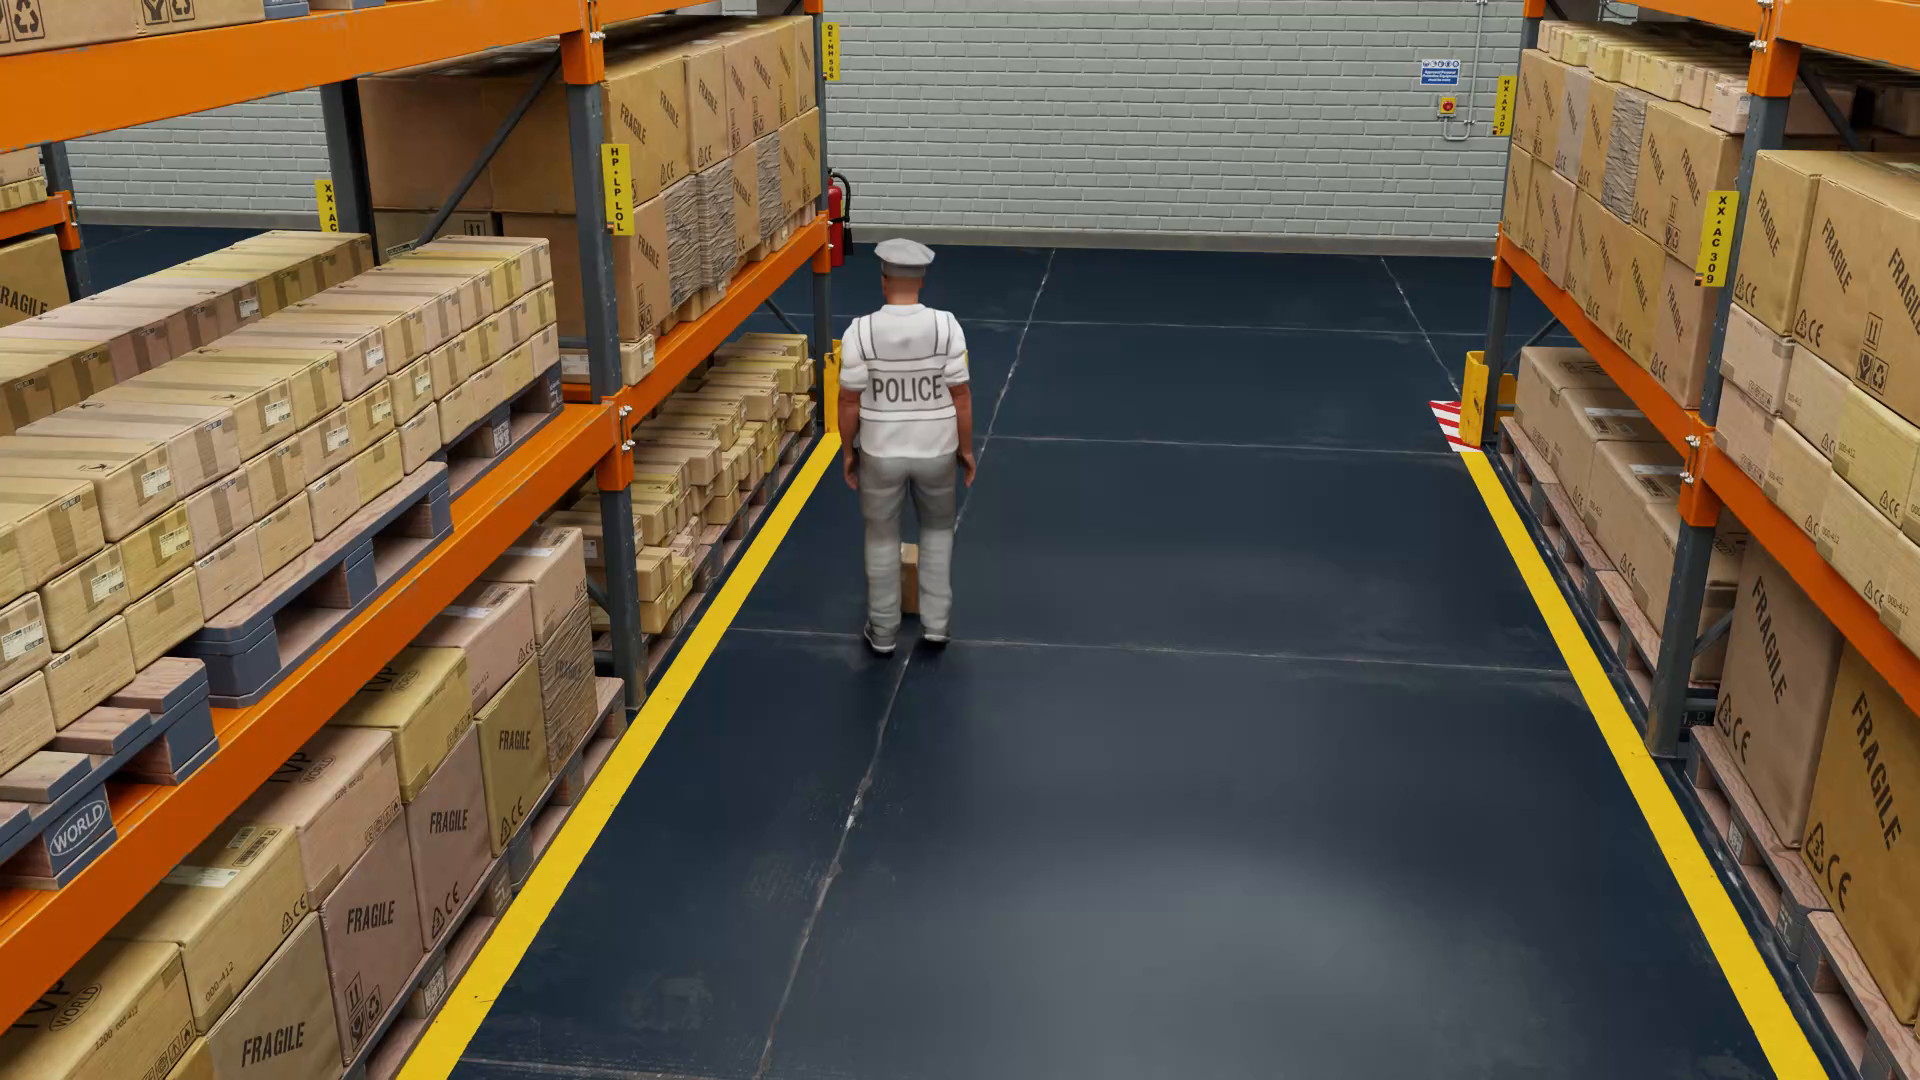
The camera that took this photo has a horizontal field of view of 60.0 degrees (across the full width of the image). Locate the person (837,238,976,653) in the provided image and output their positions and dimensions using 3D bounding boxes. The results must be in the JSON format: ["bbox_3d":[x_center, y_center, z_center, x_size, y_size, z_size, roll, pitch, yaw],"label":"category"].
[{"bbox_3d":[-0.222,-0.346,6.991,0.576,1.817,0.394,-3,21,-7],"label":"person"}]
